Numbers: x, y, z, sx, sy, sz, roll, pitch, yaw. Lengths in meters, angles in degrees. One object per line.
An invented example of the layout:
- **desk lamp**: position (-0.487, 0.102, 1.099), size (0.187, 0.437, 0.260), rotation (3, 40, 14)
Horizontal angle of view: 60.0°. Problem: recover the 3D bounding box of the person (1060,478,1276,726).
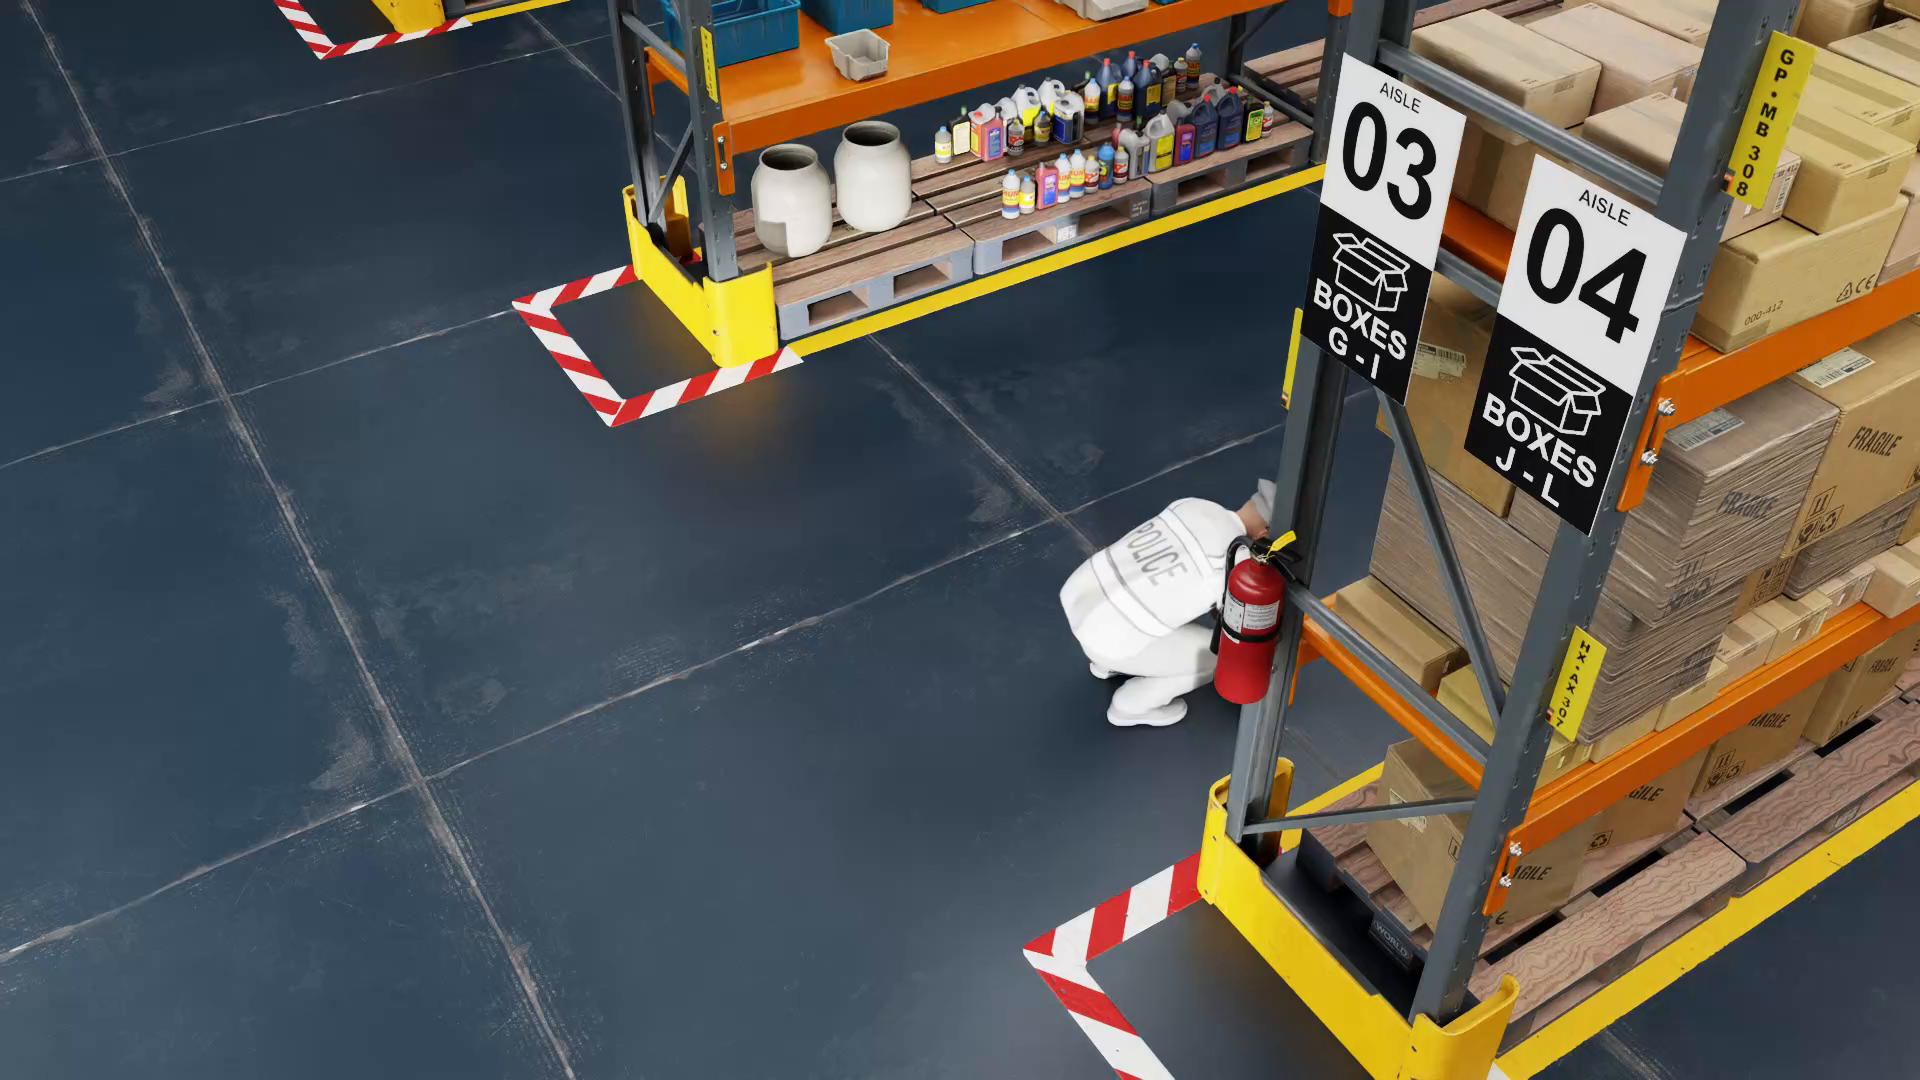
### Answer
- **person**: position (0.871, 0.234, 6.517), size (0.954, 0.931, 0.559), rotation (-8, 41, -9)
